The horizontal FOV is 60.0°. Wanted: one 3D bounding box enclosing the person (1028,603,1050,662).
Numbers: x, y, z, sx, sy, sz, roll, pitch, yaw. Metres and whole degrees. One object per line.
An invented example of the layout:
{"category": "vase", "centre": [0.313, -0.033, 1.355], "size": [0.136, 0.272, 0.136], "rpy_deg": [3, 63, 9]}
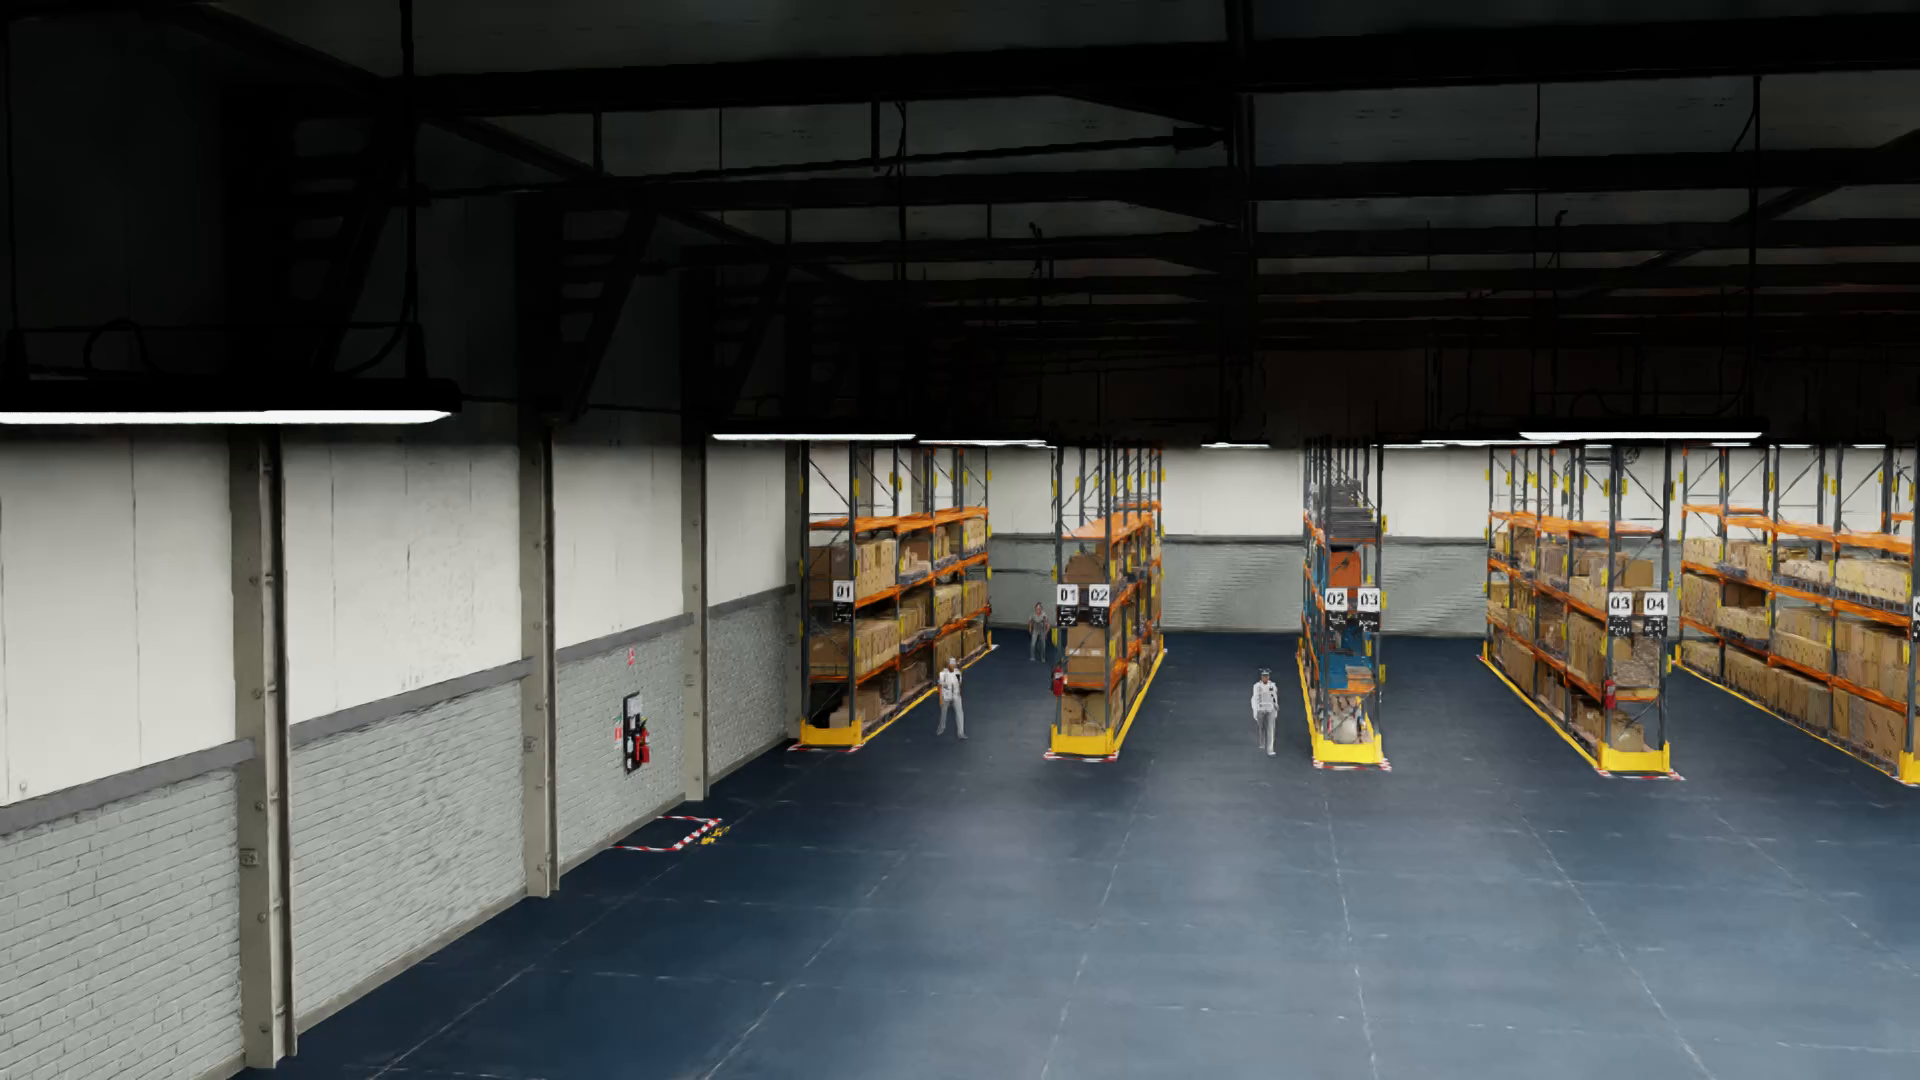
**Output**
{"category": "person", "centre": [2.137, 2.491, 44.955], "size": [0.580, 1.618, 0.507], "rpy_deg": [0, 3, 8]}

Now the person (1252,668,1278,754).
{"category": "person", "centre": [5.762, 3.202, 31.434], "size": [0.496, 1.586, 1.072], "rpy_deg": [1, 3, 13]}

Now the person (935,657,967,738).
{"category": "person", "centre": [-0.194, 3.127, 33.176], "size": [0.518, 1.611, 0.942], "rpy_deg": [-1, 3, -13]}
